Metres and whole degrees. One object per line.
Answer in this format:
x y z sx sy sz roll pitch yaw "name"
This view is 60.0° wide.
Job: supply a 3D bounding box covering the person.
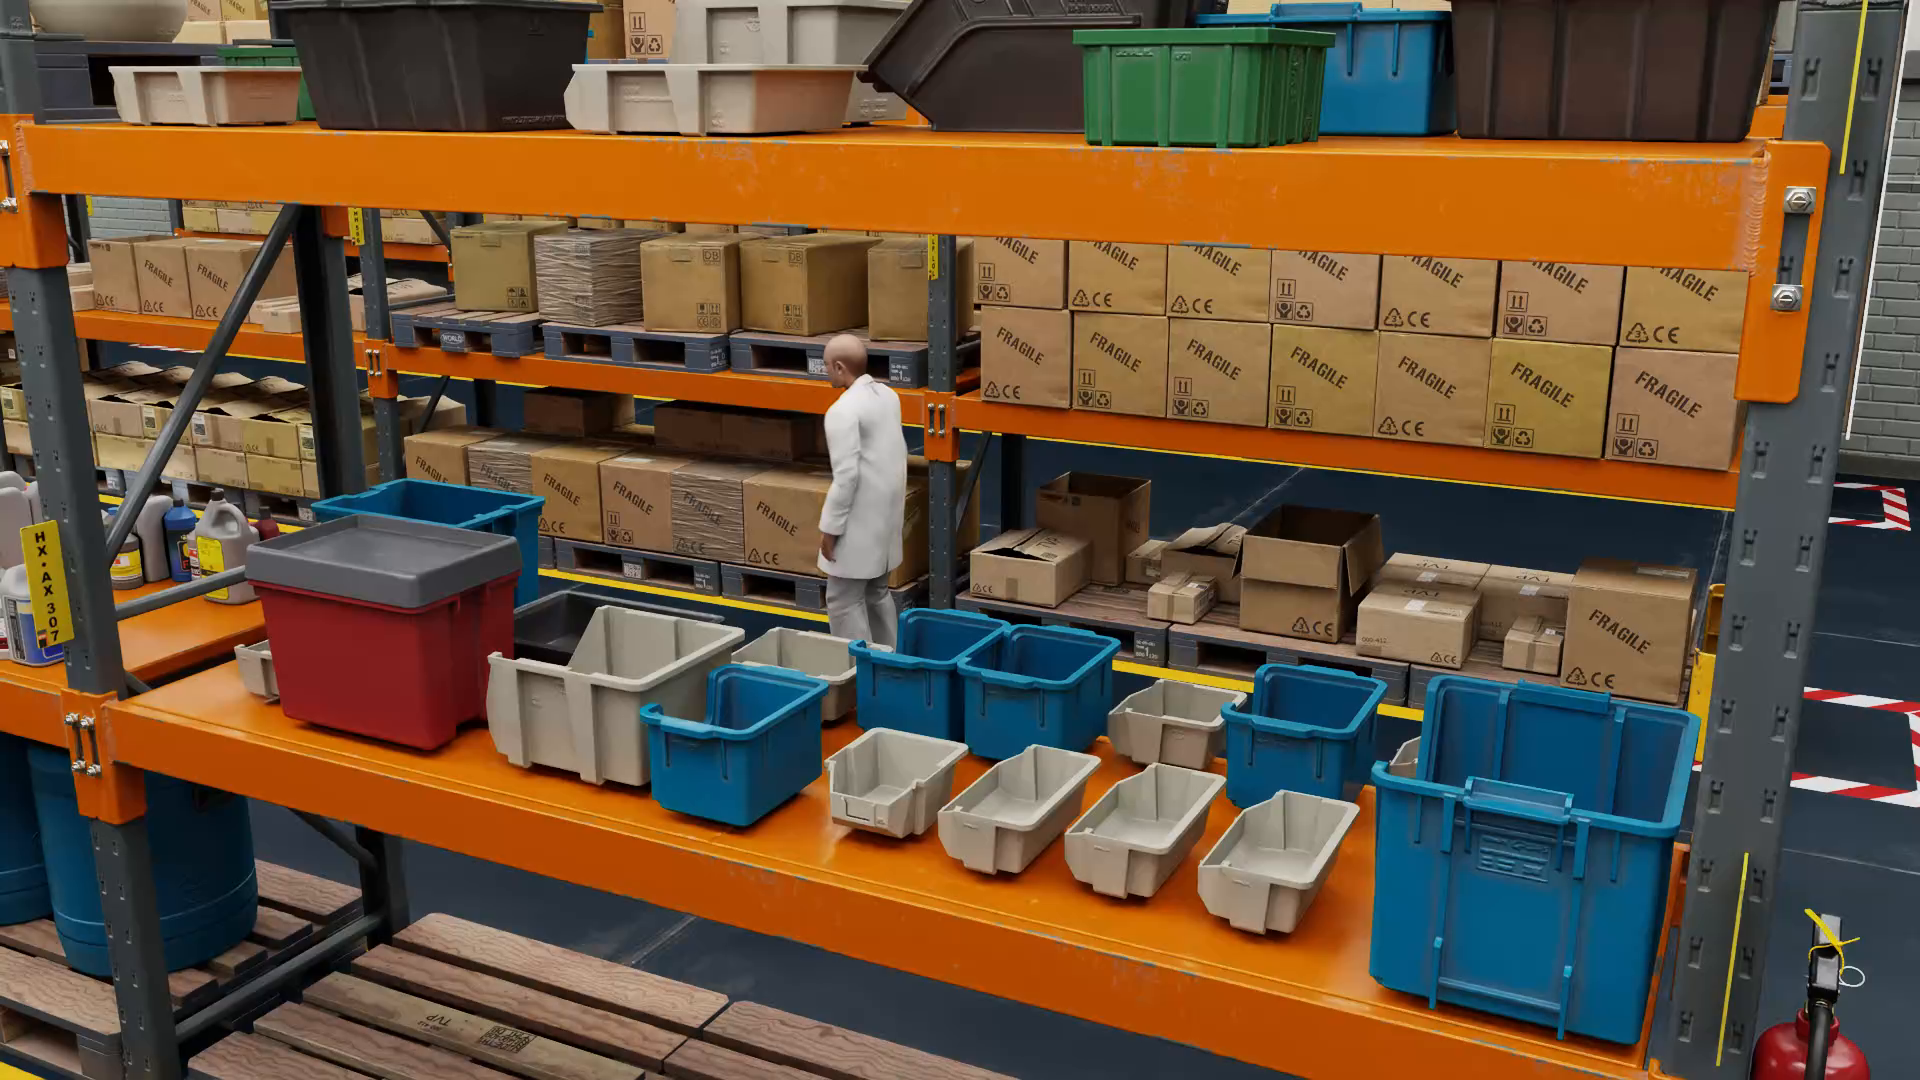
-0.472 -0.092 7.887 0.424 1.773 0.640 7 17 25 "person"
